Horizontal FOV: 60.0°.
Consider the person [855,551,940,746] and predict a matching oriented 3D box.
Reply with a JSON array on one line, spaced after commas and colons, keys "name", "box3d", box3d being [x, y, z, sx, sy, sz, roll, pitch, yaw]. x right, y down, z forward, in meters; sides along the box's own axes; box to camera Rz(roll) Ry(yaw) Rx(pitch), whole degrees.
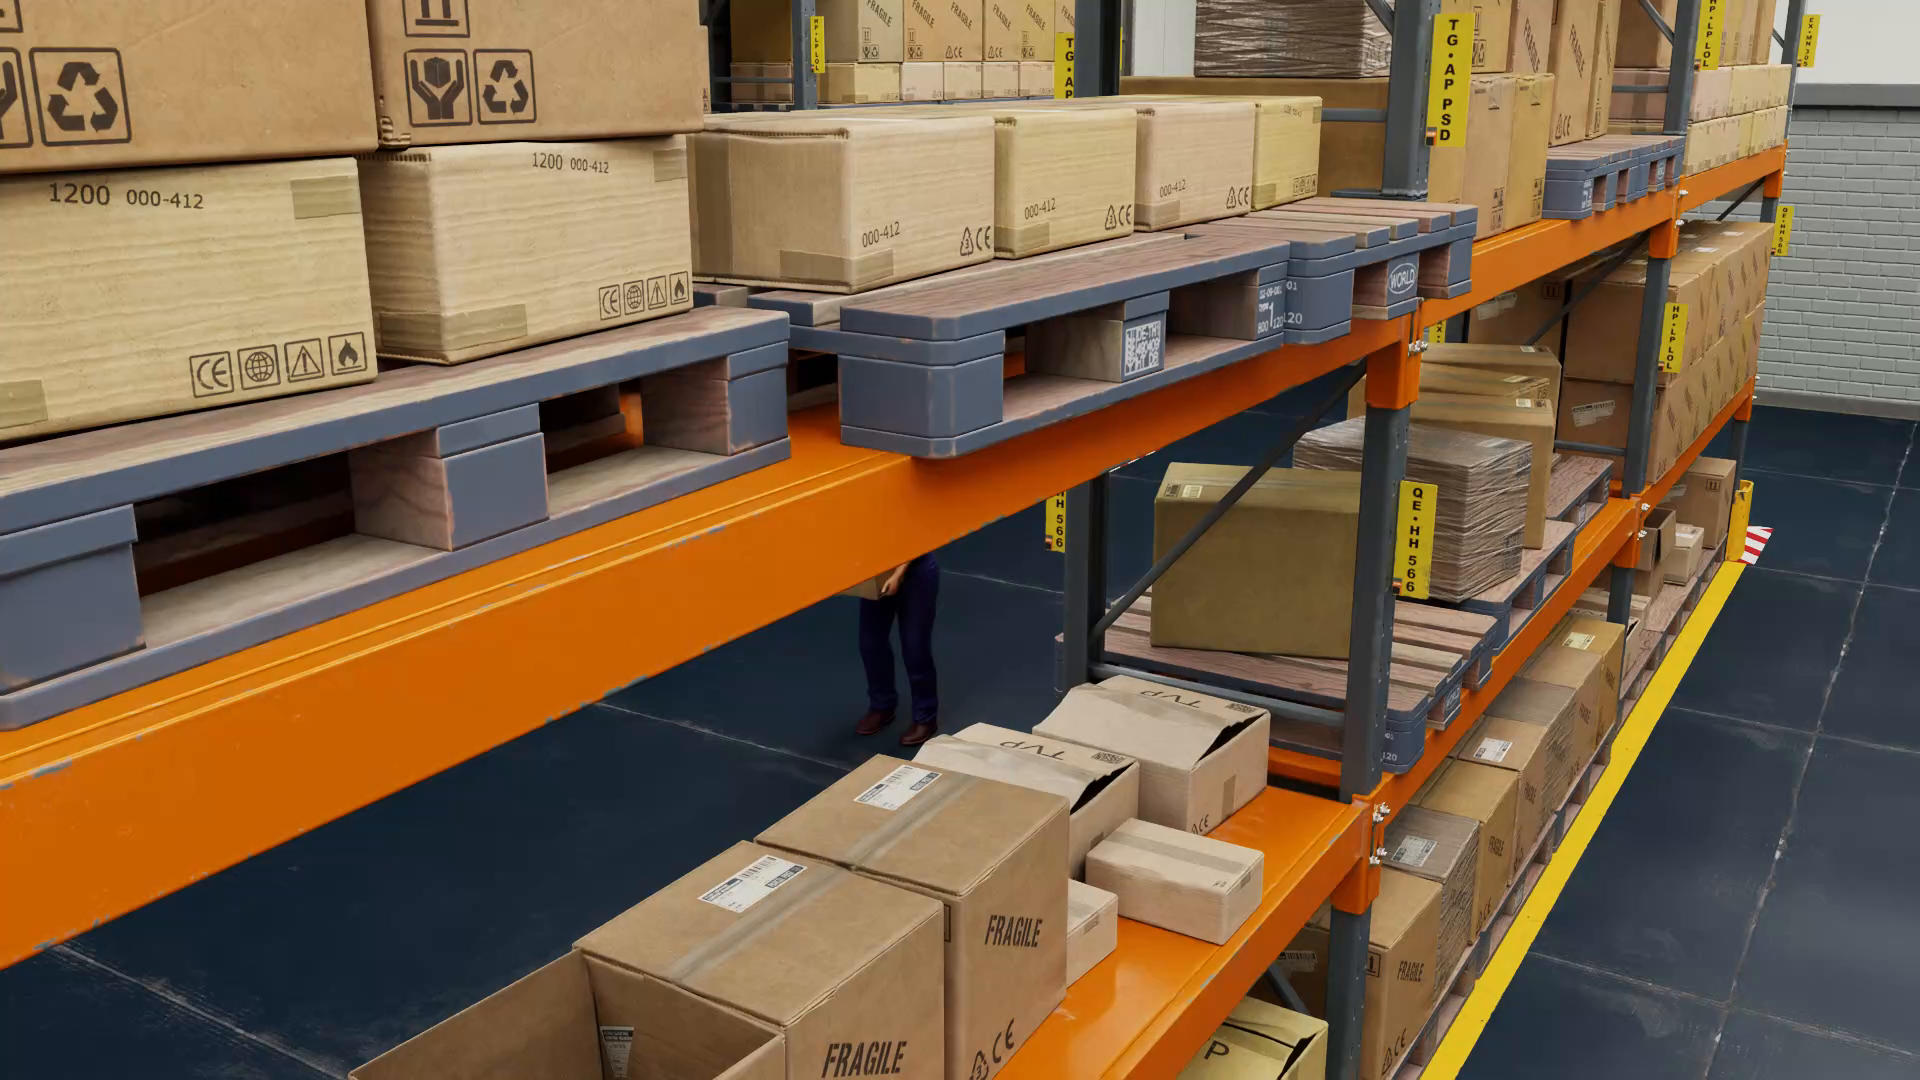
[{"name": "person", "box3d": [-0.348, 0.218, 8.331, 0.434, 1.646, 0.522, 10, 19, 30]}]
